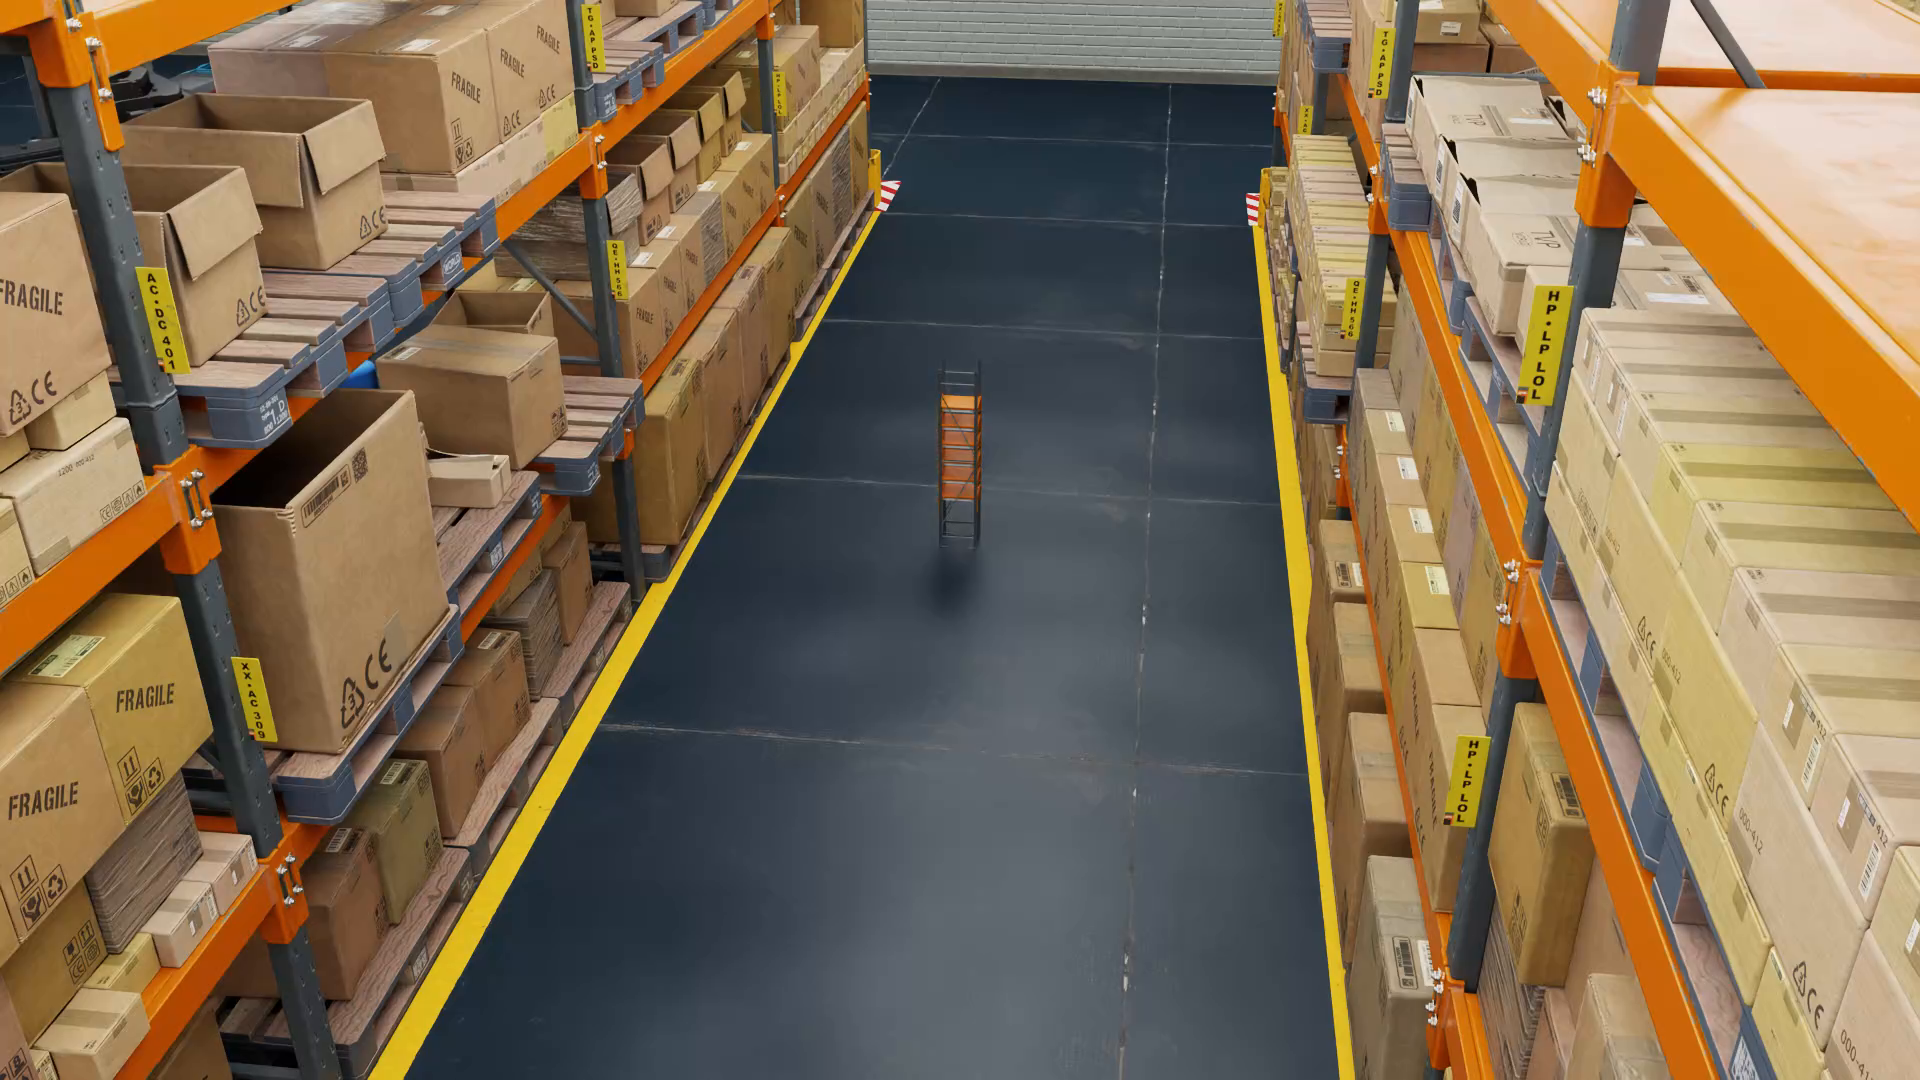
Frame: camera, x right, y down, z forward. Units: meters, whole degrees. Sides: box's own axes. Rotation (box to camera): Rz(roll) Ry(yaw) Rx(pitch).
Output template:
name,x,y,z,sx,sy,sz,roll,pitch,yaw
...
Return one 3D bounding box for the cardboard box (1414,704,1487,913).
name,x,y,z,sx,sy,sz,roll,pitch,yaw
cardboard box,1.839,0.912,5.582,0.500,0.500,0.500,3,28,6

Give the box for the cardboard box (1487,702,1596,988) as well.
name,x,y,z,sx,sy,sz,roll,pitch,yaw
cardboard box,1.961,0.847,4.510,0.875,0.550,0.550,3,28,6

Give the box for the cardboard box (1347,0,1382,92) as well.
name,x,y,z,sx,sy,sz,roll,pitch,yaw
cardboard box,2.462,-2.785,9.282,0.500,0.500,0.500,3,28,6

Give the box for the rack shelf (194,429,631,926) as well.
name,x,y,z,sx,sy,sz,roll,pitch,yaw
rack shelf,-2.625,0.256,7.662,1.077,0.370,4.000,3,28,6

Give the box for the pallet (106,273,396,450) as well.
name,x,y,z,sx,sy,sz,roll,pitch,yaw
pallet,-2.689,-0.641,5.605,1.213,0.211,1.003,3,28,6

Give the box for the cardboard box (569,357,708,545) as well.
name,x,y,z,sx,sy,sz,roll,pitch,yaw
cardboard box,-2.275,-0.575,10.244,1.225,0.875,0.875,2,28,4

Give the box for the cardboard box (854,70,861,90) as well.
name,x,y,z,sx,sy,sz,roll,pitch,yaw
cardboard box,-1.147,-4.348,15.715,0.380,0.149,0.250,4,29,7

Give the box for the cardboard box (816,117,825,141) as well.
name,x,y,z,sx,sy,sz,roll,pitch,yaw
cardboard box,-1.365,-3.504,14.149,0.380,0.149,0.250,4,29,7

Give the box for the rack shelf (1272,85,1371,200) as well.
name,x,y,z,sx,sy,sz,roll,pitch,yaw
rack shelf,3.265,-3.174,14.029,1.077,0.370,4.000,3,28,6

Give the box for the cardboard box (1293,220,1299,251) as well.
name,x,y,z,sx,sy,sz,roll,pitch,yaw
cardboard box,2.390,-1.978,10.874,0.380,0.149,0.250,2,28,4

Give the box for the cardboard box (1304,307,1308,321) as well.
name,x,y,z,sx,sy,sz,roll,pitch,yaw
cardboard box,2.605,-1.380,11.343,0.500,0.250,0.500,4,29,8

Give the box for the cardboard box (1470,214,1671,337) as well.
name,x,y,z,sx,sy,sz,roll,pitch,yaw
cardboard box,1.973,-0.861,5.424,0.500,0.250,0.500,3,28,6

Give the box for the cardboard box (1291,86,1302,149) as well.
name,x,y,z,sx,sy,sz,roll,pitch,yaw
cardboard box,2.864,-3.212,12.923,0.500,0.500,0.500,3,28,5

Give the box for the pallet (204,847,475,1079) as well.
name,x,y,z,sx,sy,sz,roll,pitch,yaw
pallet,-2.776,1.742,7.086,1.003,0.211,1.213,3,28,6

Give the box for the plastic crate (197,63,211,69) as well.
name,x,y,z,sx,sy,sz,roll,pitch,yaw
plastic crate,-6.834,-4.291,15.458,0.416,0.233,0.300,3,28,6

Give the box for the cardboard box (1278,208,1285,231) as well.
name,x,y,z,sx,sy,sz,roll,pitch,yaw
cardboard box,2.967,-2.776,14.468,0.380,0.149,0.250,4,29,7

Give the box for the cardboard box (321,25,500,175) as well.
name,x,y,z,sx,sy,sz,roll,pitch,yaw
cardboard box,-2.318,-1.873,7.061,0.500,0.500,0.500,4,29,7

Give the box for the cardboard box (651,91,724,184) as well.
name,x,y,z,sx,sy,sz,roll,pitch,yaw
cardboard box,-2.055,-2.747,11.315,0.797,0.503,0.637,4,29,7

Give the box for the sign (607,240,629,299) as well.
name,x,y,z,sx,sy,sz,roll,pitch,yaw
sign,-1.840,-1.450,8.933,0.100,0.325,0.005,3,28,6

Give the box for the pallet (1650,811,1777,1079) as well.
name,x,y,z,sx,sy,sz,roll,pitch,yaw
pallet,1.778,0.892,2.654,1.003,0.211,1.213,3,28,6

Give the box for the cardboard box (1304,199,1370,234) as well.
name,x,y,z,sx,sy,sz,roll,pitch,yaw
cardboard box,2.329,-1.991,10.269,0.380,0.149,0.250,4,29,8

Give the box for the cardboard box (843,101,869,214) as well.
name,x,y,z,sx,sy,sz,roll,pitch,yaw
cardboard box,-1.399,-3.711,16.065,0.875,0.875,0.875,3,28,6

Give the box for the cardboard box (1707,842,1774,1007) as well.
name,x,y,z,sx,sy,sz,roll,pitch,yaw
cardboard box,1.472,0.646,2.735,0.380,0.149,0.250,4,29,7

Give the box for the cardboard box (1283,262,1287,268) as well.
name,x,y,z,sx,sy,sz,roll,pitch,yaw
cardboard box,2.956,-2.289,14.192,0.380,0.149,0.250,4,29,7

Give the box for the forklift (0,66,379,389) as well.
name,x,y,z,sx,sy,sz,roll,pitch,yaw
forklift,-5.044,-1.133,9.555,3.031,2.935,1.130,-24,36,-37

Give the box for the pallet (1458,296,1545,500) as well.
name,x,y,z,sx,sy,sz,roll,pitch,yaw
pallet,2.104,-0.454,5.261,0.805,0.209,1.217,2,28,4

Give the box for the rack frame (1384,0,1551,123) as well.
name,x,y,z,sx,sy,sz,roll,pitch,yaw
rack frame,2.530,-3.307,7.193,1.000,3.000,0.127,3,28,6

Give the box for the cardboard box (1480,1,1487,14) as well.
name,x,y,z,sx,sy,sz,roll,pitch,yaw
cardboard box,2.909,-2.907,8.700,0.396,0.266,0.258,3,28,6

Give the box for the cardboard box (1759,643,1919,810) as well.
name,x,y,z,sx,sy,sz,roll,pitch,yaw
cardboard box,1.472,0.295,2.546,0.380,0.149,0.250,3,28,6

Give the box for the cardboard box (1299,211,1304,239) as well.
name,x,y,z,sx,sy,sz,roll,pitch,yaw
cardboard box,2.360,-1.978,10.559,0.380,0.149,0.250,3,28,5

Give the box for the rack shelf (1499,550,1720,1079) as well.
name,x,y,z,sx,sy,sz,roll,pitch,yaw
rack shelf,1.795,1.154,2.833,1.077,0.370,4.000,3,28,6

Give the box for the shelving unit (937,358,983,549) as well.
name,x,y,z,sx,sy,sz,roll,pitch,yaw
shelving unit,-0.002,-0.521,10.245,0.258,1.200,0.189,3,28,6

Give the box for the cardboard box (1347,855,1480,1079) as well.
name,x,y,z,sx,sy,sz,roll,pitch,yaw
cardboard box,2.027,1.725,6.107,1.050,0.750,0.750,3,28,6

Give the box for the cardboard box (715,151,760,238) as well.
name,x,y,z,sx,sy,sz,roll,pitch,yaw
cardboard box,-1.744,-2.460,11.841,0.500,0.500,0.500,4,29,8

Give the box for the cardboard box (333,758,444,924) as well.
name,x,y,z,sx,sy,sz,roll,pitch,yaw
cardboard box,-2.696,1.277,7.182,0.700,0.500,0.500,3,28,6

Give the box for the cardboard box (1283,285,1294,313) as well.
name,x,y,z,sx,sy,sz,roll,pitch,yaw
cardboard box,2.764,-1.904,13.164,0.380,0.149,0.250,2,28,4

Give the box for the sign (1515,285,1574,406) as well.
name,x,y,z,sx,sy,sz,roll,pitch,yaw
sign,1.500,-0.497,4.262,0.100,0.325,0.005,3,28,6

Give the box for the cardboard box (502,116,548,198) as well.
name,x,y,z,sx,sy,sz,roll,pitch,yaw
cardboard box,-2.242,-1.784,7.686,0.500,0.250,0.500,3,28,6

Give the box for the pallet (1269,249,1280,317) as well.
name,x,y,z,sx,sy,sz,roll,pitch,yaw
pallet,3.215,-2.215,14.432,1.003,0.211,1.213,3,28,6

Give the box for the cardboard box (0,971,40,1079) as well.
name,x,y,z,sx,sy,sz,roll,pitch,yaw
cardboard box,-3.044,1.389,4.383,0.875,0.500,0.500,3,28,6

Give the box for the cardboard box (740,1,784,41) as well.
name,x,y,z,sx,sy,sz,roll,pitch,yaw
cardboard box,-1.845,-4.473,14.736,0.500,0.500,0.500,3,28,5

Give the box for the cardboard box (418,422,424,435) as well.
name,x,y,z,sx,sy,sz,roll,pitch,yaw
cardboard box,-2.814,-0.345,7.735,0.500,0.250,0.500,3,28,5

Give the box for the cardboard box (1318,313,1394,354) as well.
name,x,y,z,sx,sy,sz,roll,pitch,yaw
cardboard box,2.139,-1.130,8.986,0.380,0.149,0.250,4,29,7

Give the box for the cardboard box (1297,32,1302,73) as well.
name,x,y,z,sx,sy,sz,roll,pitch,yaw
cardboard box,2.944,-3.885,13.117,0.500,0.500,0.500,4,29,8

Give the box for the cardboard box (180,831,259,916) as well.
name,x,y,z,sx,sy,sz,roll,pitch,yaw
cardboard box,-2.605,1.110,5.584,0.380,0.149,0.250,3,28,6

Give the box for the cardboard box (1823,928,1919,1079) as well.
name,x,y,z,sx,sy,sz,roll,pitch,yaw
cardboard box,1.457,0.767,2.089,0.500,0.250,0.500,3,28,6

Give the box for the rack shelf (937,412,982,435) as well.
name,x,y,z,sx,sy,sz,roll,pitch,yaw
rack shelf,-0.002,-0.694,10.152,0.258,0.103,0.180,3,28,6

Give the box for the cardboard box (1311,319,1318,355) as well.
name,x,y,z,sx,sy,sz,roll,pitch,yaw
cardboard box,2.167,-1.116,9.273,0.380,0.149,0.250,3,28,6

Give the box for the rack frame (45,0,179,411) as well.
name,x,y,z,sx,sy,sz,roll,pitch,yaw
rack frame,-2.870,-1.760,4.321,1.000,3.000,0.127,3,28,6

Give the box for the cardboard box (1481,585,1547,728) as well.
name,x,y,z,sx,sy,sz,roll,pitch,yaw
cardboard box,2.095,0.499,5.294,0.700,0.500,0.500,3,28,5

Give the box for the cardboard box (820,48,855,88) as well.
name,x,y,z,sx,sy,sz,roll,pitch,yaw
cardboard box,-1.259,-4.350,15.299,0.500,0.250,0.500,3,28,5

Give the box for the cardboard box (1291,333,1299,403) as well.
name,x,y,z,sx,sy,sz,roll,pitch,yaw
cardboard box,2.667,-1.301,11.987,0.500,0.500,0.500,4,29,8
